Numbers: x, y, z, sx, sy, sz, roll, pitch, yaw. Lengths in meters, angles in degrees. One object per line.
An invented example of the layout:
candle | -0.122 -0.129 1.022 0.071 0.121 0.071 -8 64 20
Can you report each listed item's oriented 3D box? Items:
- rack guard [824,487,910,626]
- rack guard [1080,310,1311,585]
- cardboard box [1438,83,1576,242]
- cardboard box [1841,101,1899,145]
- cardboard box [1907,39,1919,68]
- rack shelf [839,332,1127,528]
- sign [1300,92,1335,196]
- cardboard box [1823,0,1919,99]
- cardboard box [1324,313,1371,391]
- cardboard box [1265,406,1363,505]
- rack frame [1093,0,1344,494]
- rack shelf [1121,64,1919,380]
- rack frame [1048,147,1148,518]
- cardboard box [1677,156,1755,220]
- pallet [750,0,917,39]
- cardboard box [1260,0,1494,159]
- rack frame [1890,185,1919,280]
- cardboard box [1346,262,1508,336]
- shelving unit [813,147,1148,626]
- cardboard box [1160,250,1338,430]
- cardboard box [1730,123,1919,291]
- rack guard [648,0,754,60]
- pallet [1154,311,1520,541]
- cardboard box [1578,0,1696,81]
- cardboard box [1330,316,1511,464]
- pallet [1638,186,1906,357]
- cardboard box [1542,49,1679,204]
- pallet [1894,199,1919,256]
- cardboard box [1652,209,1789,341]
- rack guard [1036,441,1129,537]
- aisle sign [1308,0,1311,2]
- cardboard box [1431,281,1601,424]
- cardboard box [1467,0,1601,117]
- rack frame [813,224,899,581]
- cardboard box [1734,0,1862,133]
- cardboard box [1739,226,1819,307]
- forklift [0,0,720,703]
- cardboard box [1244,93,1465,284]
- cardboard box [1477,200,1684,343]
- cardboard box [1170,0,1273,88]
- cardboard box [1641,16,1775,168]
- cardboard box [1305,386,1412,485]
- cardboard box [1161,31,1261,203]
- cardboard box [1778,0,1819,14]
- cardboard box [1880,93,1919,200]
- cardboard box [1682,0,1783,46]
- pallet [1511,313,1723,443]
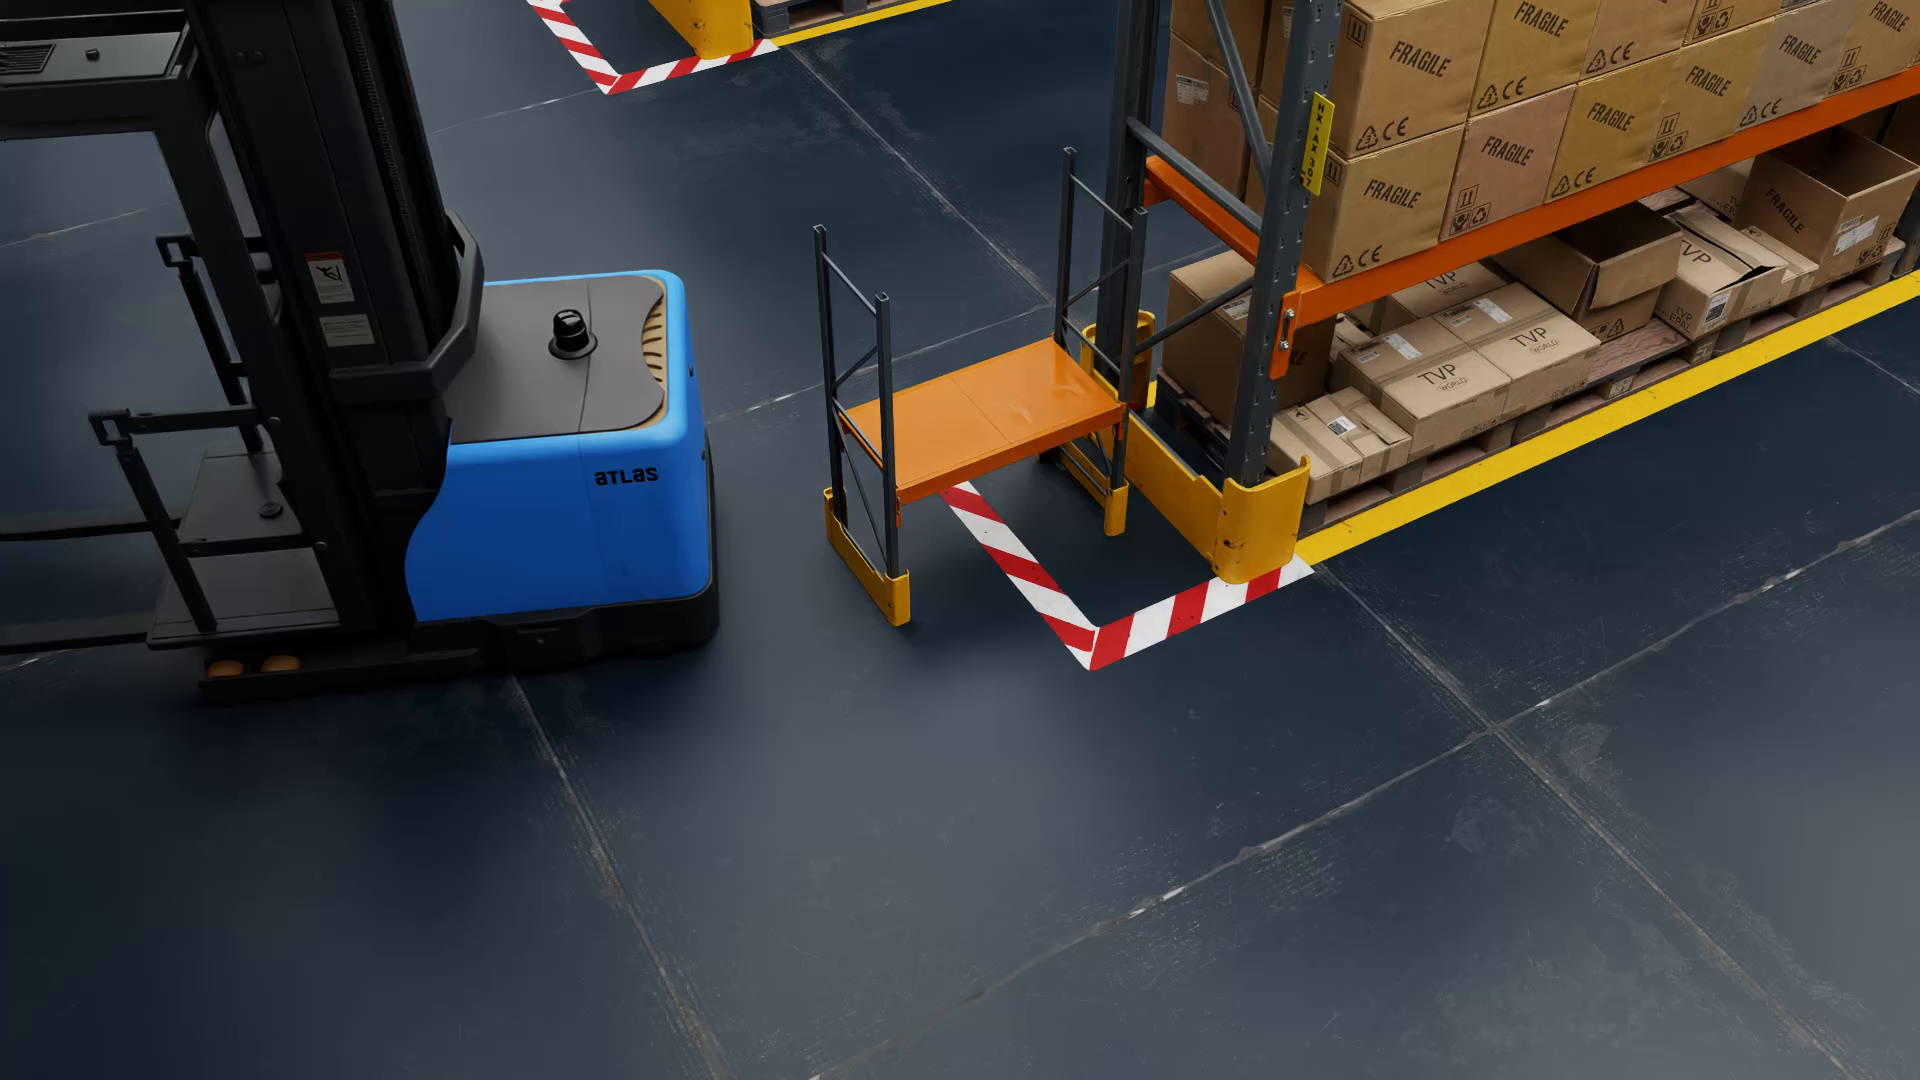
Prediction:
rack guard | -0.366 0.057 6.512 0.087 0.250 0.587 -22 48 -21
rack guard | 0.923 -0.398 6.802 0.348 0.500 1.175 -22 48 -21
cardboard box | 1.818 -1.482 6.051 0.500 0.500 0.500 -22 48 -21
cardboard box | 4.610 -2.262 8.406 0.500 0.500 0.500 -22 48 -21
cardboard box | 4.020 -2.364 6.961 0.500 0.500 0.500 -21 48 -20
rack shelf | 0.074 -0.439 6.383 1.000 0.185 0.538 -22 48 -21
sign | 1.127 -1.252 5.265 0.005 0.325 0.100 -22 48 -21
cardboard box | 3.573 -2.185 6.776 0.500 0.500 0.500 -21 48 -20
cardboard box | 1.602 -0.834 7.174 0.250 0.166 0.380 -22 48 -21
cardboard box | 1.391 -0.342 6.679 0.250 0.149 0.380 -22 48 -21
rack frame | 0.857 -1.269 5.904 0.127 3.000 1.000 -22 48 -21
rack shelf | 2.591 -1.705 6.869 4.000 0.370 1.077 -22 48 -21
rack frame | 0.515 -0.744 6.440 0.032 1.500 0.500 -22 48 -21
cardboard box | 3.854 -1.835 8.102 0.500 0.311 0.500 -22 48 -21
pallet | -0.873 -3.524 10.229 1.213 0.211 1.003 -22 48 -21
cardboard box | 1.373 -1.659 5.515 0.500 0.500 0.500 -20 48 -20
rack frame | 4.325 -2.657 7.334 0.127 3.000 1.000 -22 48 -21
cardboard box | 2.044 -1.089 7.377 0.500 0.250 0.500 -22 48 -21
shelving unit | 0.066 -0.565 6.255 1.083 1.500 0.587 -22 48 -21
cardboard box | 1.206 -0.867 6.969 0.500 0.500 0.500 -22 48 -21
cardboard box | 3.973 -1.549 7.671 0.500 0.500 0.500 -22 48 -21
rack guard | -1.622 -3.348 9.841 0.348 0.500 1.175 -22 48 -21
pallet | 1.614 -0.572 7.188 1.213 0.211 1.003 -22 48 -21
cardboard box | 2.259 -2.015 5.883 0.500 0.500 0.500 -21 48 -20
cardboard box | 1.903 -0.631 6.905 0.500 0.250 0.500 -22 48 -21
pallet | 3.729 -1.418 8.060 1.213 0.211 1.003 -22 48 -21
cardboard box | 2.254 -1.654 6.229 0.500 0.500 0.500 -22 48 -21
pallet | 5.012 -1.961 8.619 1.213 0.211 1.003 -22 48 -21
cardboard box | 3.322 -1.221 7.469 0.500 0.311 0.500 -22 48 -21
rack guard | 0.498 -0.289 6.868 0.087 0.250 0.587 -22 48 -21
aisle sign | 0.944 -2.001 4.791 0.004 0.787 0.394 -22 48 -21
cardboard box | 2.337 -0.805 7.084 0.500 0.250 0.500 -22 48 -21
cardboard box | 1.823 -1.844 5.707 0.500 0.500 0.500 -21 48 -21
rack frame | -0.367 -0.391 6.076 0.032 1.500 0.500 -22 48 -21
cardboard box | 3.129 -2.005 6.590 0.500 0.500 0.500 -21 48 -20
cardboard box | 3.677 -1.256 7.622 0.250 0.149 0.380 -22 48 -21
forklift | -2.473 -0.845 5.516 3.031 2.935 1.130 -5 44 -5
cardboard box | 1.373 -1.300 5.864 0.500 0.500 0.500 -21 48 -20
cardboard box | 2.699 -1.264 7.375 0.637 0.503 0.797 -22 48 -21
cardboard box | 1.106 -1.984 5.851 0.500 0.500 0.500 -22 48 -21
cardboard box | 2.689 -1.827 6.407 0.500 0.500 0.500 -21 48 -20
cardboard box | 1.608 -0.435 6.763 0.250 0.166 0.380 -22 48 -21
cardboard box | 1.110 -1.625 6.199 0.500 0.500 0.500 -20 48 -20
cardboard box | 3.136 -2.366 6.244 0.500 0.500 0.500 -21 48 -21
cardboard box | 4.866 -1.938 8.073 0.500 0.500 0.500 -24 49 -23
cardboard box | 2.699 -2.192 6.065 0.500 0.500 0.500 -22 48 -21
pallet | 2.670 -0.992 7.621 1.213 0.211 1.003 -22 48 -21
